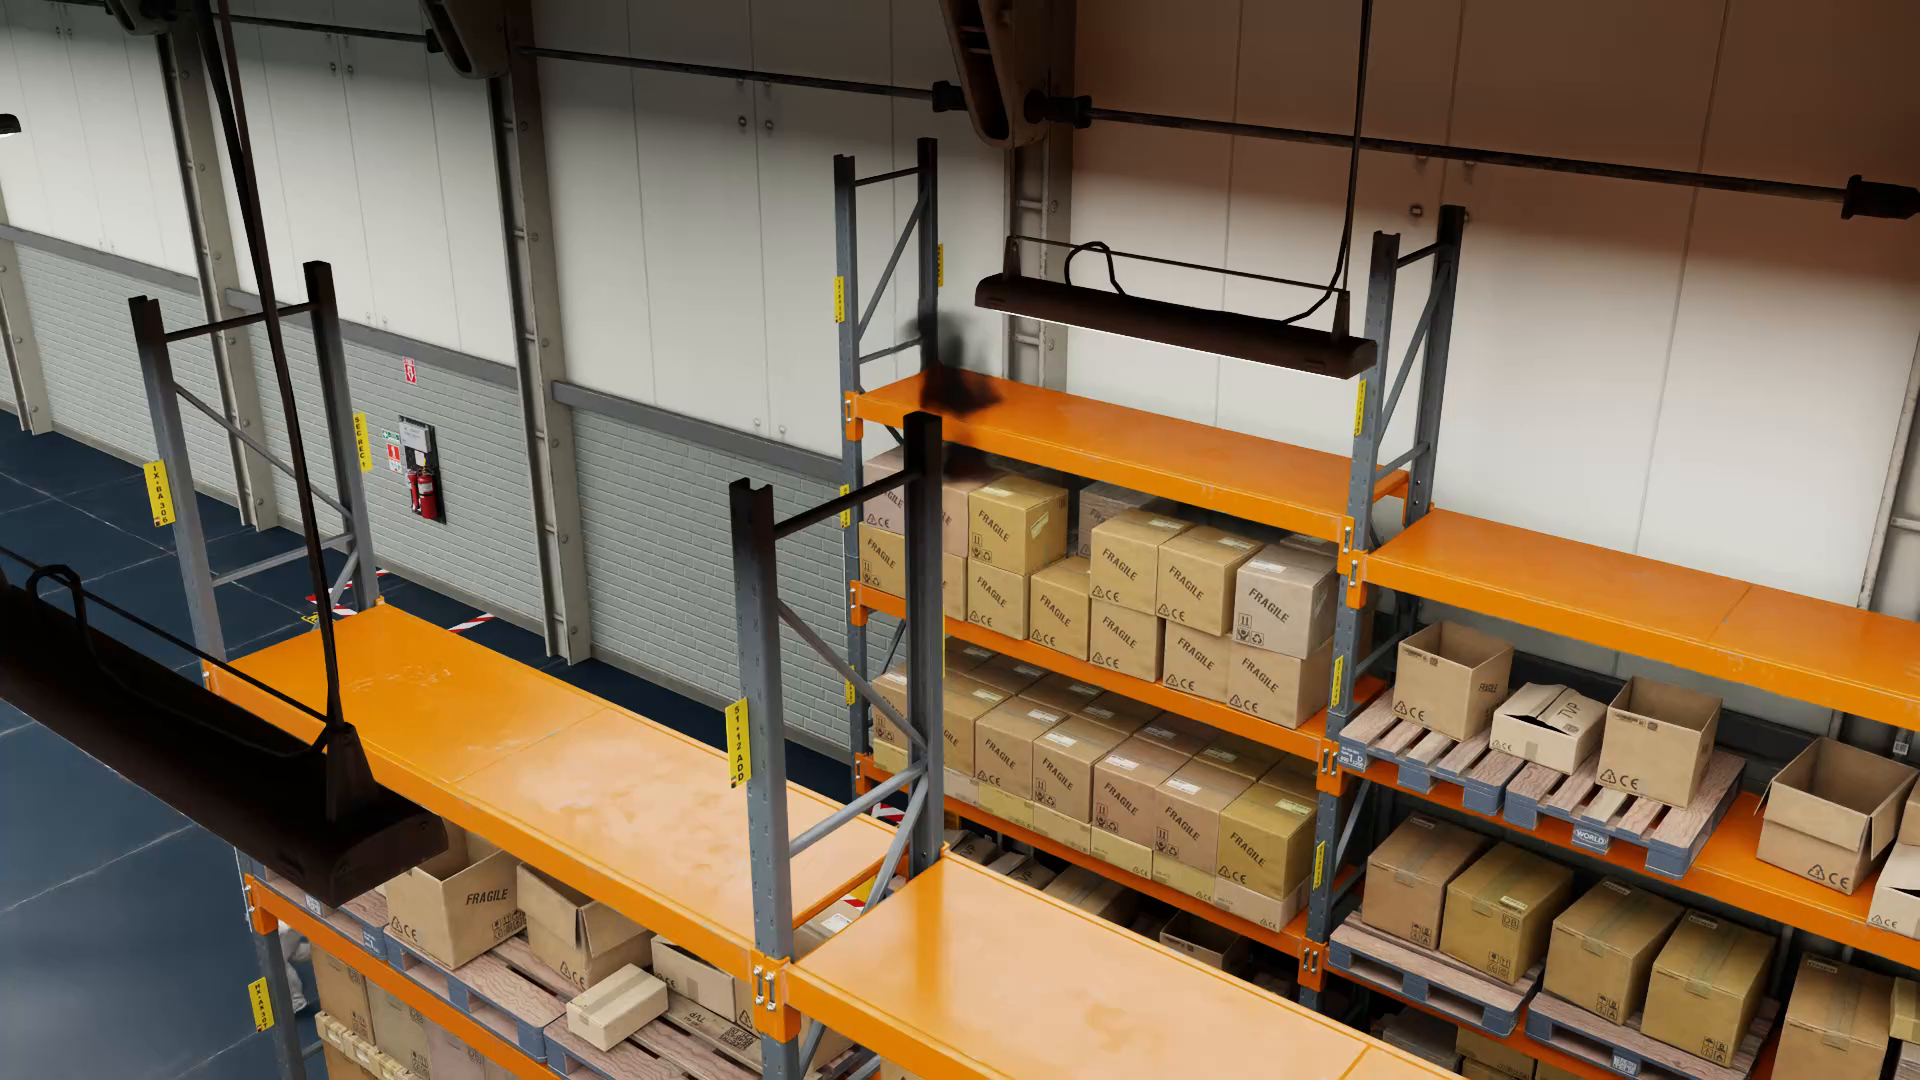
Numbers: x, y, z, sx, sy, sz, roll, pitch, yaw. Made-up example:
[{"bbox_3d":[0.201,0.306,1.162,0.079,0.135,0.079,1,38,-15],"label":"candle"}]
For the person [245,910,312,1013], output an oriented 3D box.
[{"bbox_3d":[-4.810,2.687,12.116,0.721,1.645,0.618,-18,29,-36],"label":"person"}]
